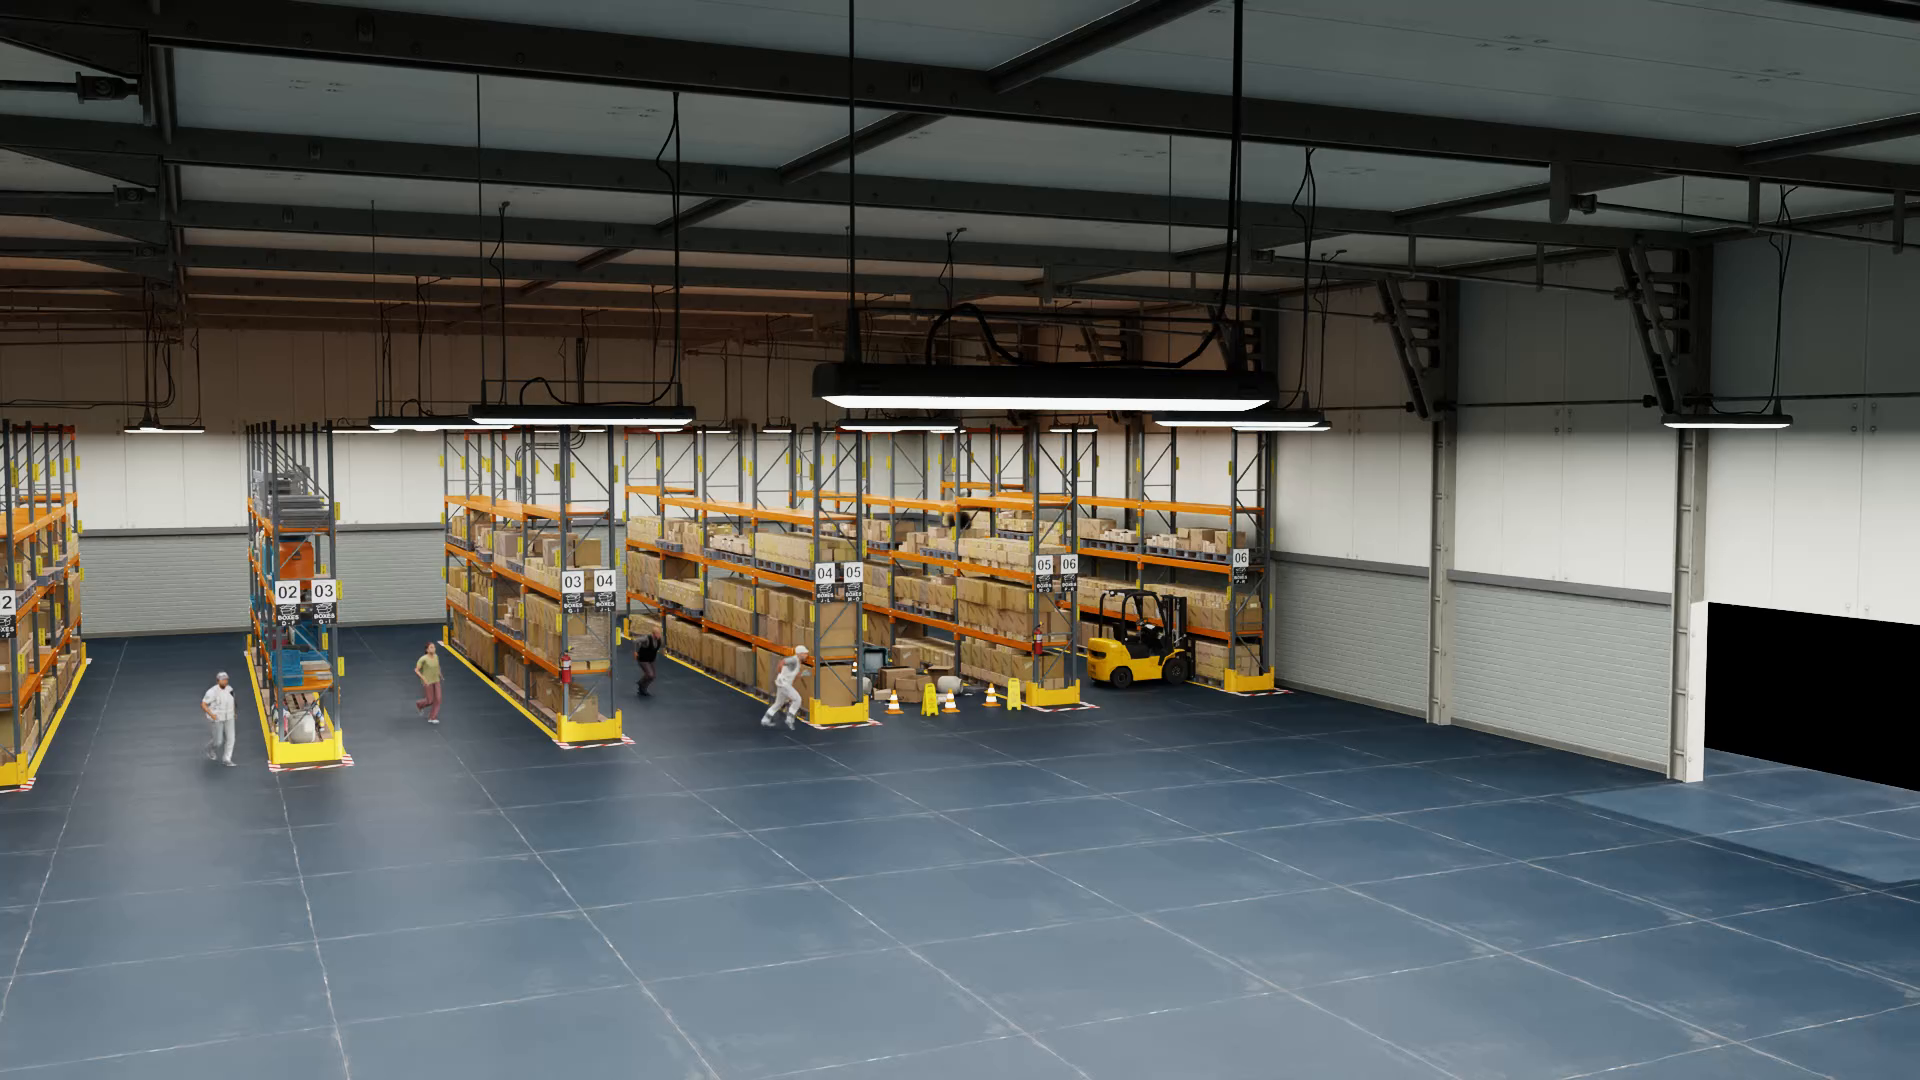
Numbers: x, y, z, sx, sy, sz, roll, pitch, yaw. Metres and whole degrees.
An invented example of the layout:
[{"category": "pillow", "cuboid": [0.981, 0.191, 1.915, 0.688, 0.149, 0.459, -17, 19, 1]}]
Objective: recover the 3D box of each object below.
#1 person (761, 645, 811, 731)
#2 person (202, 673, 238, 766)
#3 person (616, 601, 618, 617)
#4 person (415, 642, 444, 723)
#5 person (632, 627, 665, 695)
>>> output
[{"category": "person", "cuboid": [-3.397, 2.892, 32.299, 0.992, 1.695, 0.714, 0, 4, 6]}, {"category": "person", "cuboid": [-12.866, 3.104, 28.911, 0.738, 1.623, 0.626, 3, 5, 40]}, {"category": "person", "cuboid": [-9.409, 2.117, 44.426, 0.569, 1.695, 0.854, -1, 4, -20]}, {"category": "person", "cuboid": [-10.614, 2.840, 33.231, 0.694, 1.622, 0.589, 3, 5, 40]}, {"category": "person", "cuboid": [-6.833, 2.671, 36.423, 0.864, 1.546, 0.694, 3, 5, 42]}]
